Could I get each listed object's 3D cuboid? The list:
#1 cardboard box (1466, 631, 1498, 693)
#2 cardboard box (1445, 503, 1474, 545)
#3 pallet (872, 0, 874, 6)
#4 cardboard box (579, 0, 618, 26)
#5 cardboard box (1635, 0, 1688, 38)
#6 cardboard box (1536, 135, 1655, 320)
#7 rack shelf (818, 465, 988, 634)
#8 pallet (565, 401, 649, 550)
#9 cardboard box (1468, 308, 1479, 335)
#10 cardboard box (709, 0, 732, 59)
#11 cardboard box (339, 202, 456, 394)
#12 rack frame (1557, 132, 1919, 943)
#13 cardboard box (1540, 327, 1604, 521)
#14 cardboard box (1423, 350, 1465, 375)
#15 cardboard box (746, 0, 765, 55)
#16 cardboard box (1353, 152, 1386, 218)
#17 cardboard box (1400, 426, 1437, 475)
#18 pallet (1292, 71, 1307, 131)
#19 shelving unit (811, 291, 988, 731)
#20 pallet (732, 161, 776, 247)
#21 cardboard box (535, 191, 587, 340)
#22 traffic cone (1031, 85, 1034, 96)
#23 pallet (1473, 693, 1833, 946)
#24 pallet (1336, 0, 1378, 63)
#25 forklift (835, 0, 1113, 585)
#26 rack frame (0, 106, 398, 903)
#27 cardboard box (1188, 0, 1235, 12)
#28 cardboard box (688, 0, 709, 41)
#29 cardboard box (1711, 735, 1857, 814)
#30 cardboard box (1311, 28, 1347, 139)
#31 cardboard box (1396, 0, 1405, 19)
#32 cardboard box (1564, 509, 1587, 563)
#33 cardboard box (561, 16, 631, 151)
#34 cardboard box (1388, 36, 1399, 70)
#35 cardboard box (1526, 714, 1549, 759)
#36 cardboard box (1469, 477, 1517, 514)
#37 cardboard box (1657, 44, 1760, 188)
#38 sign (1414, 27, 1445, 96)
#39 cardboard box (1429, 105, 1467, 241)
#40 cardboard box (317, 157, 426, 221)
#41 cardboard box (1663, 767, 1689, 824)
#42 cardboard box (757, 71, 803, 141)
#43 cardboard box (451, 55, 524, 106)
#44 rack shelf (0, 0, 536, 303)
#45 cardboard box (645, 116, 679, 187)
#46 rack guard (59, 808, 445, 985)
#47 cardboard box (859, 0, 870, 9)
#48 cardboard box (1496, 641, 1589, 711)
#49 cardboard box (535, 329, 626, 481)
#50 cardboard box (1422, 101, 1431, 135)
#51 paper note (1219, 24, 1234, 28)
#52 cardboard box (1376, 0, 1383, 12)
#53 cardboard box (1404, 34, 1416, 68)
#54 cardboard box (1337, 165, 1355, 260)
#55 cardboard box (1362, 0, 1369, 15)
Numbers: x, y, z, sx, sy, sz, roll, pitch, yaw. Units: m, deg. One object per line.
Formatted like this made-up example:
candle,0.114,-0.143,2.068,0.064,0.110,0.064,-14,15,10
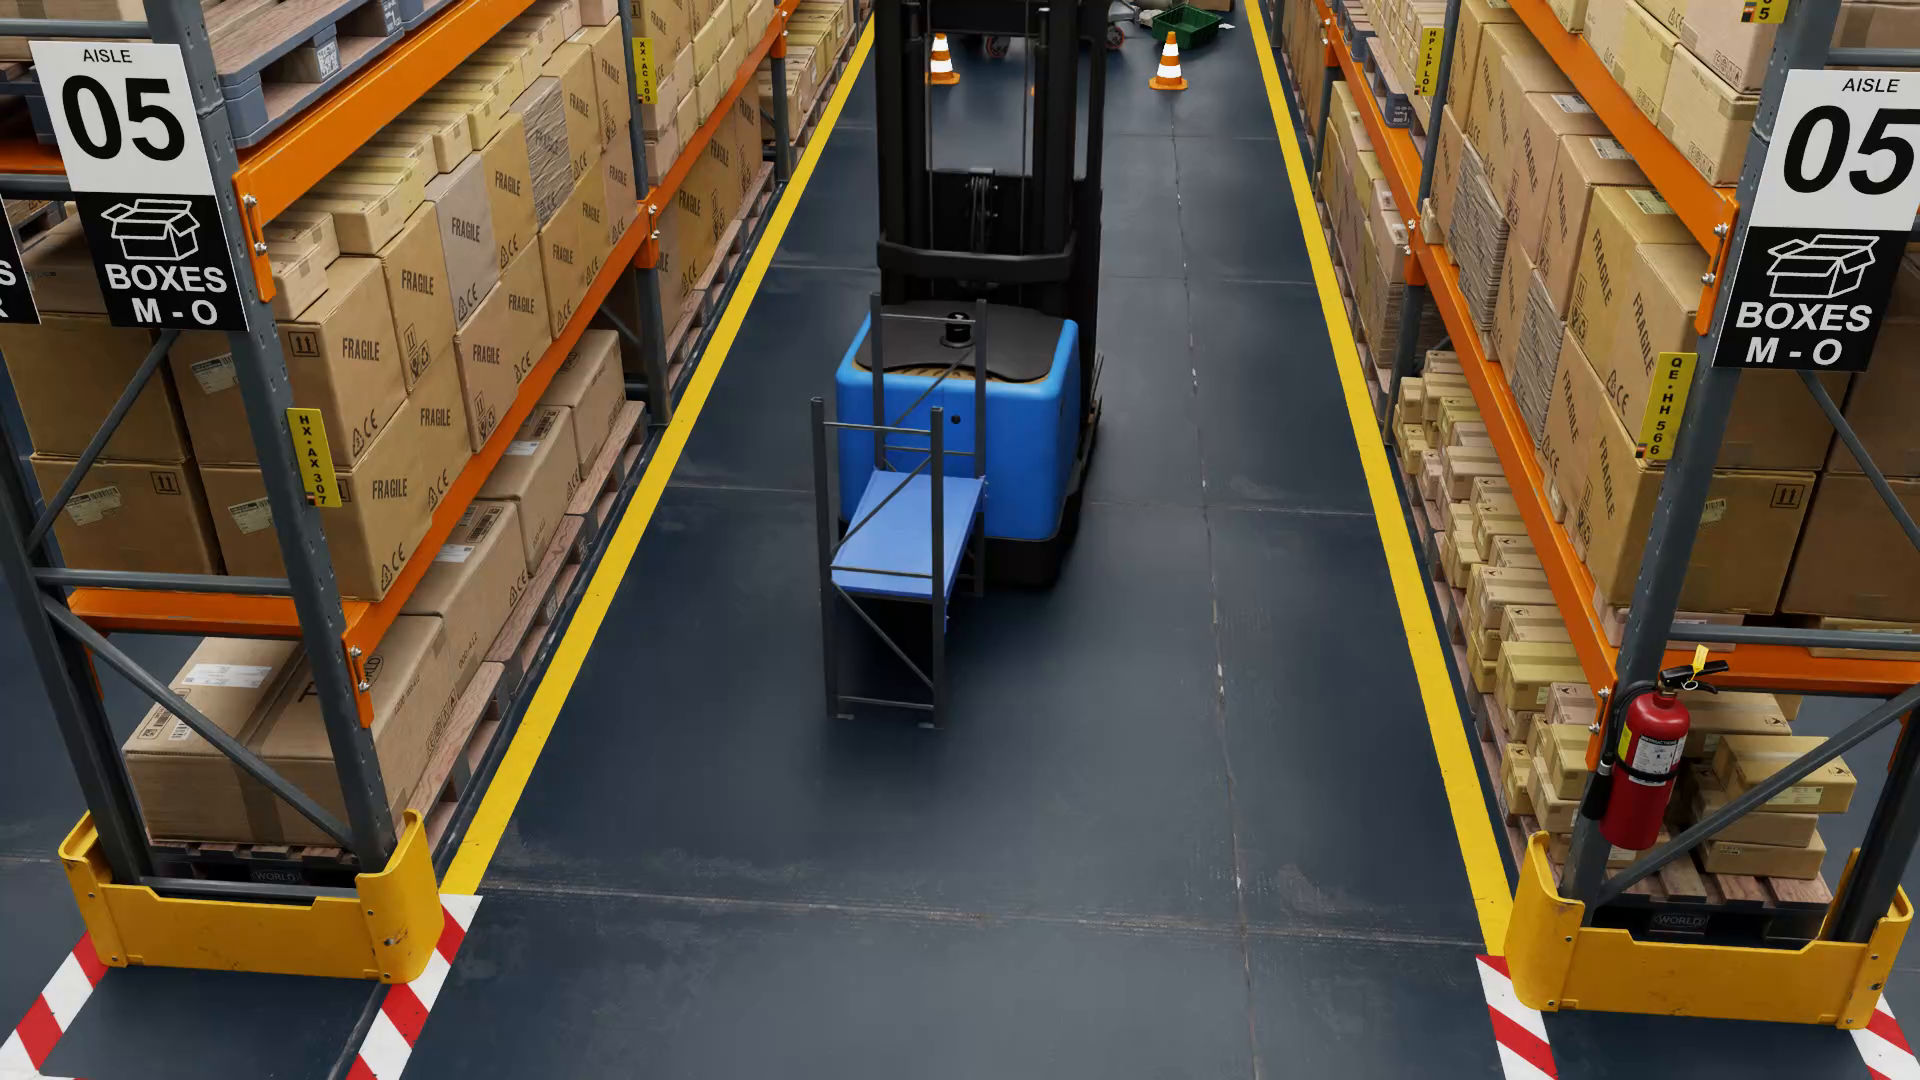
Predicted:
cardboard box,2.323,0.507,6.886,0.380,0.149,0.250,1,32,2
cardboard box,2.403,-0.034,7.480,0.380,0.149,0.250,2,32,4
pallet,-1.353,-5.944,17.693,1.003,0.211,1.213,2,32,4
cardboard box,-1.829,-2.525,7.821,0.380,0.149,0.250,2,32,3
cardboard box,2.319,-1.650,4.876,0.500,0.250,0.500,2,32,3
cardboard box,2.359,-1.087,5.823,0.500,0.500,0.500,4,32,6
rack shelf,-0.224,0.021,7.129,0.538,0.185,1.000,5,32,8
pallet,-2.261,-0.374,8.655,1.003,0.211,1.213,2,32,4
cardboard box,2.442,-1.005,7.261,0.380,0.149,0.250,3,32,5
cardboard box,-1.683,-3.123,10.125,0.500,0.250,0.500,2,32,2
cardboard box,-2.089,-0.841,5.707,0.500,0.500,0.500,2,32,3
rack frame,2.495,0.295,4.912,1.000,3.000,0.127,2,32,4
cardboard box,2.322,-0.389,5.644,0.500,0.500,0.500,2,32,3
cardboard box,2.586,-0.844,8.510,0.380,0.149,0.250,4,32,6
cardboard box,-1.604,-3.440,11.115,0.500,0.250,0.500,3,32,5
cardboard box,2.714,-2.176,10.189,0.500,0.250,0.500,1,32,2
cardboard box,2.449,-0.446,8.431,0.380,0.149,0.250,3,32,5
pallet,3.388,-3.746,14.128,1.003,0.211,1.213,2,32,4
shelving unit,-0.224,-0.132,7.035,0.538,1.500,1.048,5,32,8
pallet,-1.935,-2.451,12.025,1.003,0.211,1.213,2,32,4
cardboard box,-1.967,-1.212,7.261,0.500,0.500,0.500,2,32,3
traffic cone,0.798,-4.156,14.552,0.336,0.463,0.334,2,32,4
pallet,2.603,1.019,6.395,1.003,0.211,1.213,2,32,4
pallet,3.195,-3.429,11.138,1.213,0.211,1.003,2,32,4
forklift,0.185,-1.798,8.373,1.130,2.935,3.031,5,32,8
rack frame,-2.447,0.136,5.170,1.000,3.000,0.127,2,32,4
cardboard box,2.576,-5.772,17.138,0.500,0.500,0.500,8,32,12
cardboard box,-1.741,-3.171,9.487,0.500,0.500,0.500,2,32,3
cardboard box,2.876,0.817,5.815,0.380,0.149,0.250,1,32,2
cardboard box,3.286,-3.424,12.691,1.050,0.750,0.750,2,32,3
cardboard box,2.786,-3.162,9.794,0.380,0.149,0.250,2,32,3
cardboard box,2.303,-0.041,5.697,0.380,0.149,0.250,2,32,4
cardboard box,-1.884,-2.165,7.855,0.500,0.500,0.500,2,32,4
cardboard box,2.780,-2.905,9.944,0.380,0.149,0.250,1,32,2
cardboard box,2.329,0.781,6.158,0.380,0.149,0.250,2,32,3
cardboard box,2.493,-0.155,7.392,0.380,0.149,0.250,1,32,2
cardboard box,2.269,-1.167,4.569,0.500,0.250,0.500,2,32,3
sign,2.267,-2.311,8.038,0.100,0.325,0.005,2,32,4
cardboard box,2.529,-1.718,7.799,0.500,0.500,0.500,2,32,3
cardboard box,-2.053,-1.191,5.657,0.380,0.149,0.250,1,32,2
cardboard box,2.797,0.929,6.200,0.380,0.149,0.250,2,32,4
cardboard box,-1.739,-3.402,13.015,0.950,0.372,0.625,0,32,1
cardboard box,-1.996,-1.859,6.741,0.380,0.149,0.250,2,32,3
rack shelf,-2.284,-1.880,6.268,1.077,0.370,4.000,2,32,4
cardboard box,-1.822,-2.110,8.958,0.500,0.250,0.500,2,32,3
rack guard,-2.449,1.213,5.805,1.175,0.500,0.348,2,32,4
cardboard box,-1.152,-5.444,16.445,0.500,0.250,0.500,1,32,2
cardboard box,2.258,0.519,6.298,0.380,0.149,0.250,2,32,3
cardboard box,-2.279,-0.719,8.600,0.875,0.438,0.875,2,32,3
cardboard box,2.676,-2.220,8.833,0.380,0.149,0.250,3,32,4
paper note,2.624,-5.106,16.506,0.147,0.020,0.142,-20,37,-29
cardboard box,2.848,-3.429,10.511,0.380,0.149,0.250,3,32,4
cardboard box,2.740,-2.758,9.422,0.380,0.149,0.250,1,32,1
cardboard box,2.760,-2.112,10.801,0.500,0.500,0.500,2,32,3
cardboard box,2.887,-3.594,11.063,0.380,0.149,0.250,4,32,6
